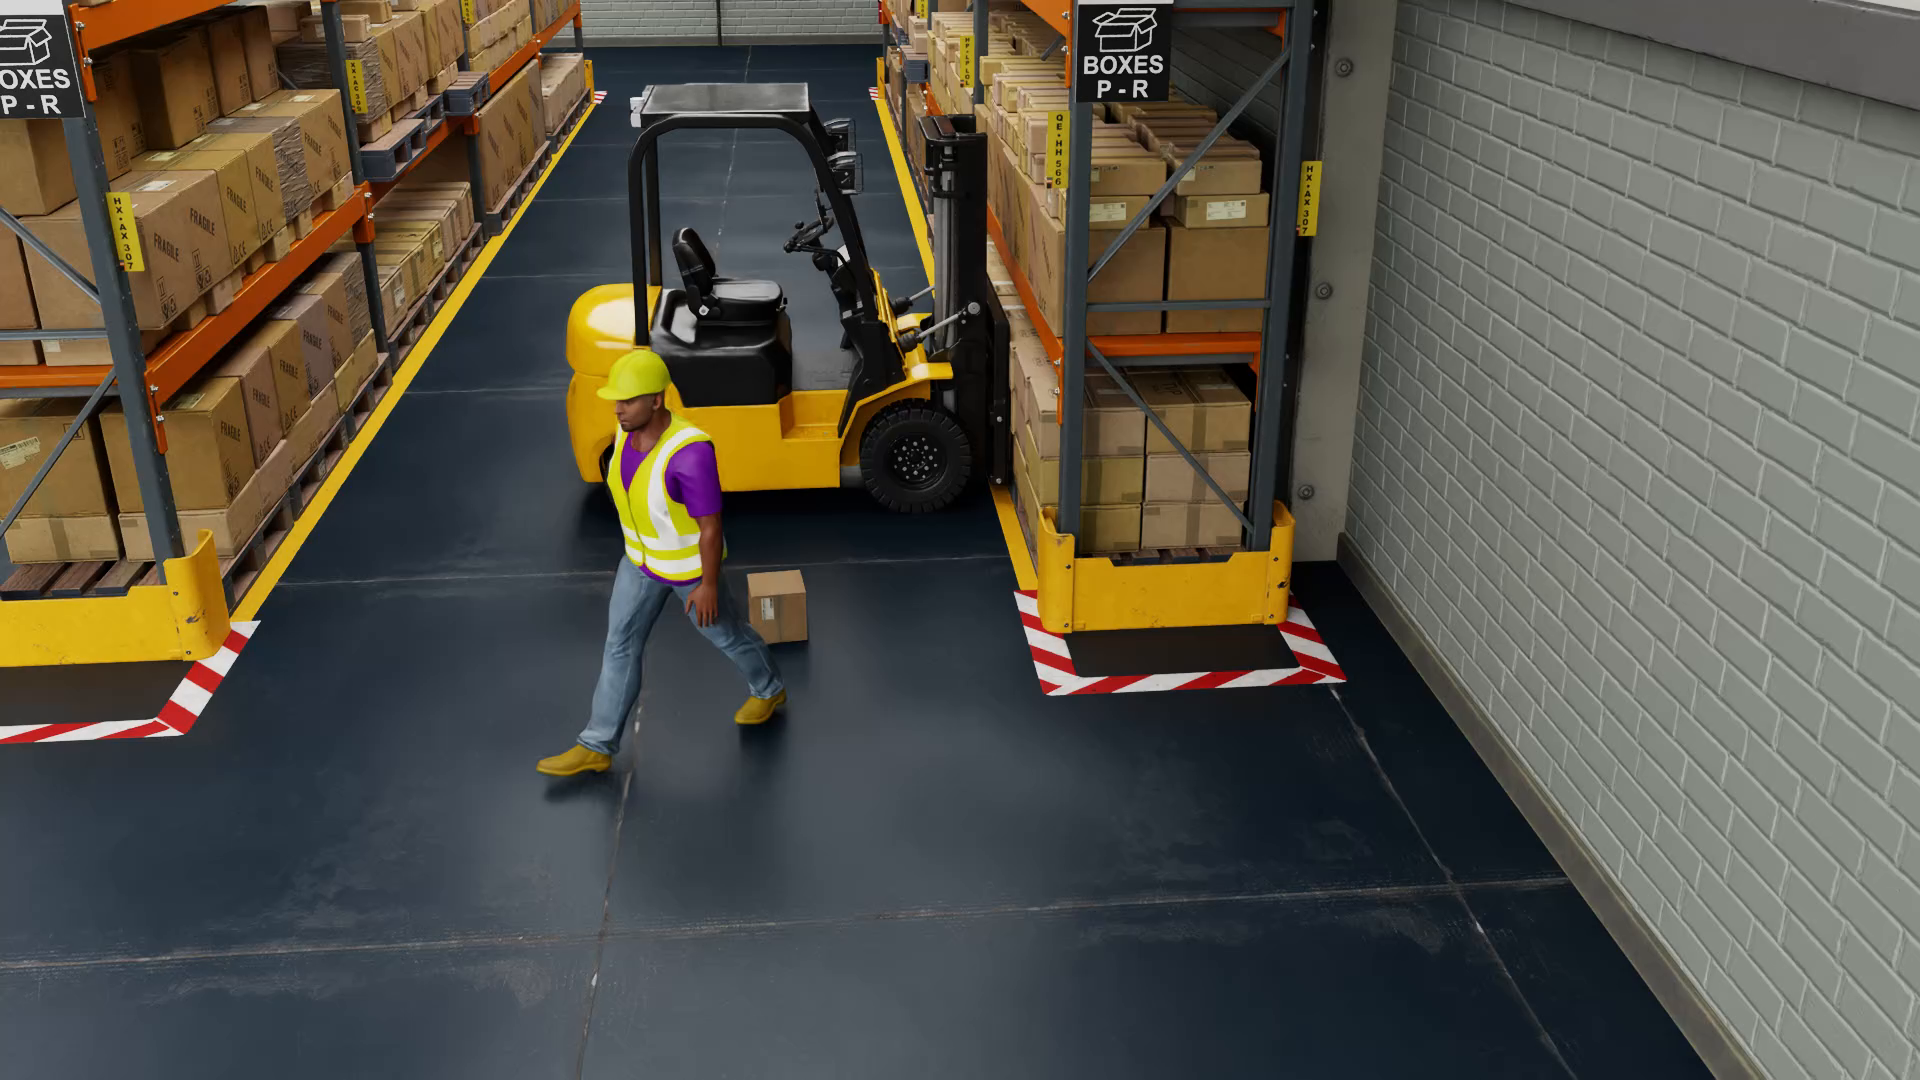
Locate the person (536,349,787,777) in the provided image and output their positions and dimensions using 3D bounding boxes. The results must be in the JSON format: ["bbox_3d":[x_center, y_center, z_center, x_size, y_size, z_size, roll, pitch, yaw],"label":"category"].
[{"bbox_3d":[-1.153,0.073,6.437,0.480,1.693,1.084,18,29,36],"label":"person"}]
